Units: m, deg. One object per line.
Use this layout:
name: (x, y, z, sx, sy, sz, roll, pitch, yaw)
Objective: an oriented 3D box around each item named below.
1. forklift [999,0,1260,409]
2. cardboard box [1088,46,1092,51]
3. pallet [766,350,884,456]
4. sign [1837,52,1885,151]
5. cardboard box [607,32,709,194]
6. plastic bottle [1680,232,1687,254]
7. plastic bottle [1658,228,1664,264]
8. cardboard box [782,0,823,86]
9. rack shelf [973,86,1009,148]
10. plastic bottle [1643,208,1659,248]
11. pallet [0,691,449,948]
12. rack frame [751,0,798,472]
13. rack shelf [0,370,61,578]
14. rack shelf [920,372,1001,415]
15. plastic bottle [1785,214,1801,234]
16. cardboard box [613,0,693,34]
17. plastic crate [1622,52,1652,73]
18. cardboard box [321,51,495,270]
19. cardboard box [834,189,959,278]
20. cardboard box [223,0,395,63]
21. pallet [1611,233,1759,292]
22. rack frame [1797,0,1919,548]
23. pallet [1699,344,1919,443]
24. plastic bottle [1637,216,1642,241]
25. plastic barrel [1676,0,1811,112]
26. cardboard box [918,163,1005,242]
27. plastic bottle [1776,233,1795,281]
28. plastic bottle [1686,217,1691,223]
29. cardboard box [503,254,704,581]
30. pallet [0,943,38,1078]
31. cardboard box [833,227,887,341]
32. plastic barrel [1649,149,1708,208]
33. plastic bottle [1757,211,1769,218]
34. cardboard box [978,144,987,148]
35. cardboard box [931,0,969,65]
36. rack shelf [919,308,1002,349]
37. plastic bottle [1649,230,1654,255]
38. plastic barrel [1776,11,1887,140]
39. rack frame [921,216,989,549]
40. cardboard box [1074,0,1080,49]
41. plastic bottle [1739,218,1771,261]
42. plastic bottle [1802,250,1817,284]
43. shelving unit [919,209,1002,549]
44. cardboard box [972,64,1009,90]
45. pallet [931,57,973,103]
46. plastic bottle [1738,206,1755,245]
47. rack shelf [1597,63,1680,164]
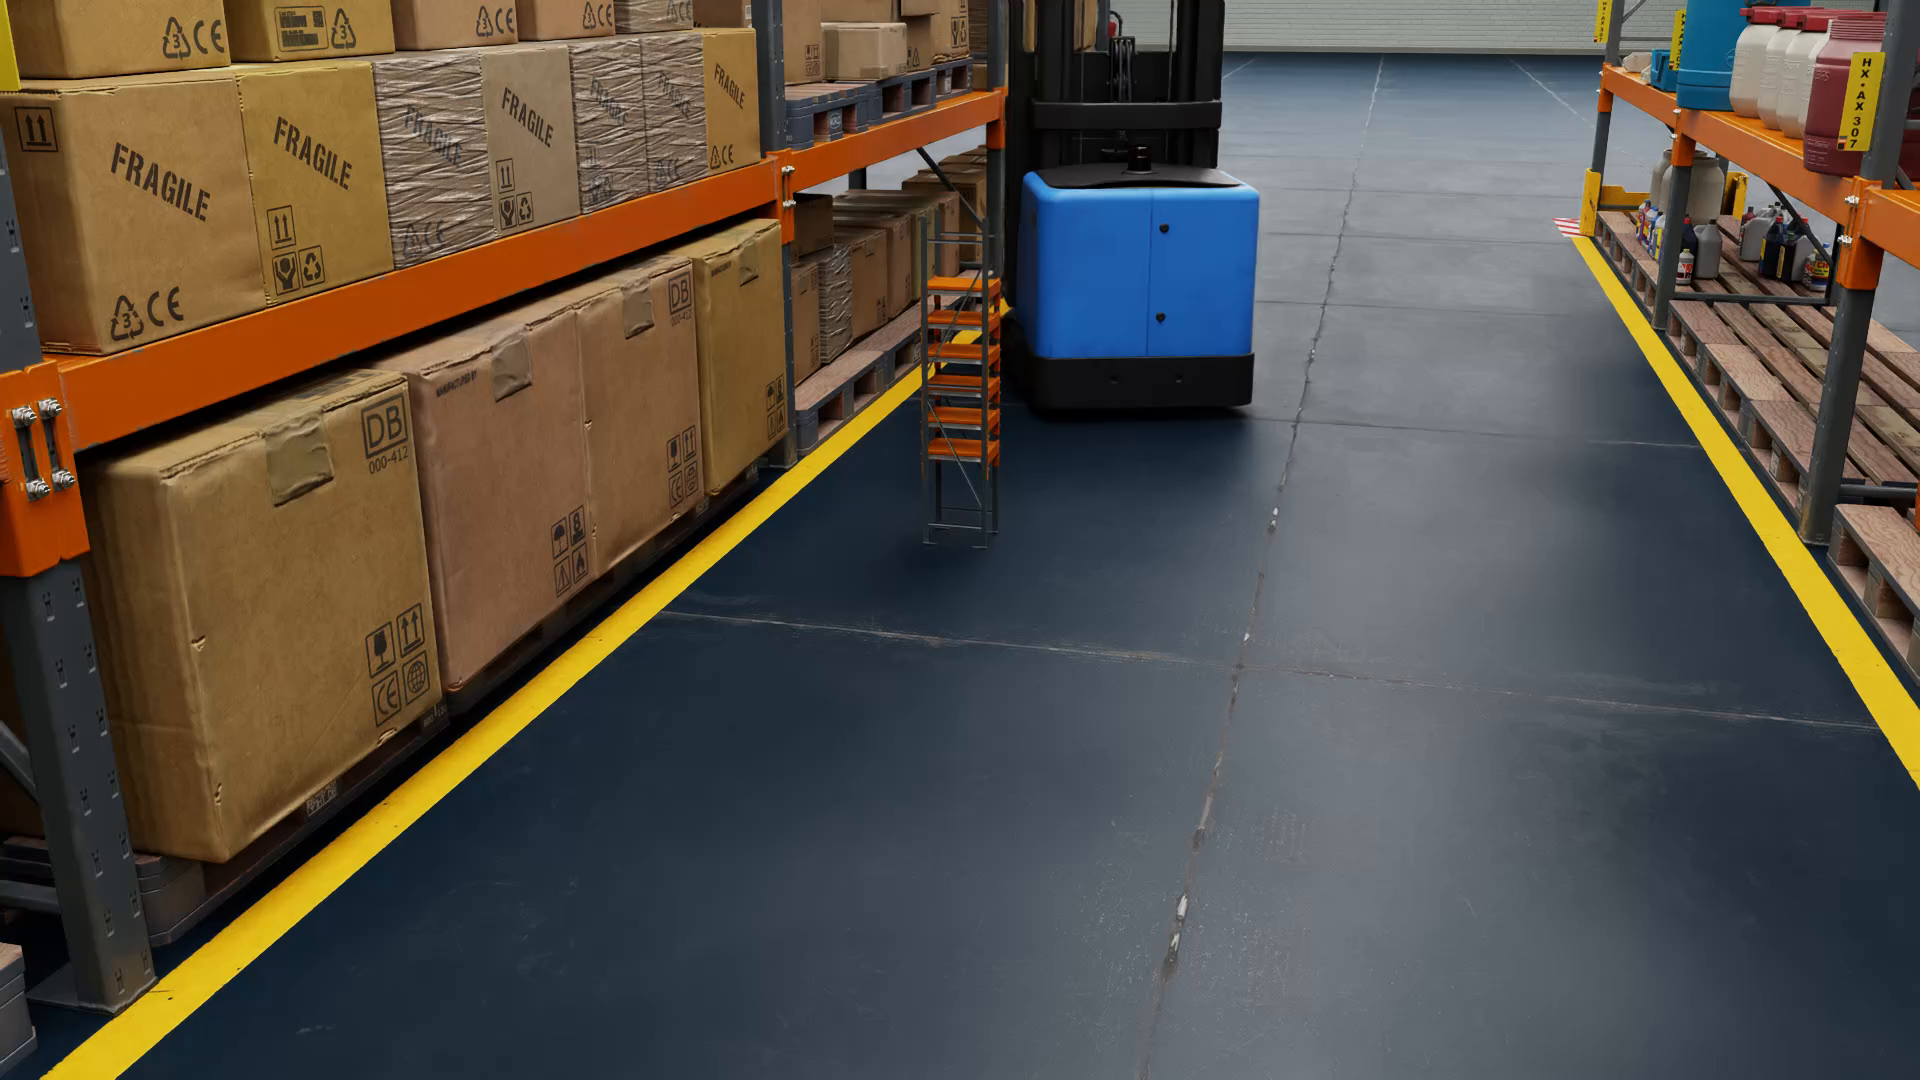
forklift: (0.777, -2.426, 8.756, 1.130, 2.935, 3.031, -1, 19, -3)
cardboard box: (0.888, -4.049, 13.791, 0.380, 0.149, 0.250, 5, 19, 13)
pallet: (-1.005, -0.692, 7.886, 1.003, 0.211, 1.213, 5, 19, 13)
sign: (3.071, -1.494, 5.668, 0.100, 0.325, 0.005, 5, 19, 13)
cardboard box: (-1.205, -1.484, 5.736, 0.500, 0.500, 0.500, 4, 19, 13)
plastic bottle: (4.381, -1.729, 10.130, 0.061, 0.283, 0.133, 6, 20, 16)
plastic bottle: (4.507, -1.891, 10.605, 0.061, 0.283, 0.133, 6, 20, 17)
cardboard box: (-1.065, -2.368, 7.675, 0.700, 0.500, 0.500, 8, 20, 21)
rack shelf: (0.269, -3.307, 12.341, 1.077, 0.370, 4.000, 5, 19, 13)
plastic bottle: (4.707, -2.117, 11.287, 0.097, 0.271, 0.097, 0, 19, 0)
pallet: (-2.059, 0.559, 4.224, 1.003, 0.211, 1.213, 5, 19, 13)
rack frame: (-1.197, -1.767, 6.719, 1.000, 3.000, 0.127, 5, 19, 13)
rack shelf: (-2.663, 0.455, 1.329, 1.077, 0.370, 4.000, 5, 19, 13)
rack shelf: (0.004, -0.530, 6.021, 0.258, 0.103, 0.180, 5, 19, 13)
plastic bottle: (5.229, -1.863, 10.419, 0.144, 0.351, 0.185, 4, 19, 11)
cardboard box: (-1.392, -2.061, 5.873, 0.797, 0.503, 0.637, 5, 20, 15)
plastic crate: (5.030, -3.503, 12.211, 0.298, 0.136, 0.250, 5, 19, 13)
cardboard box: (-1.575, -0.999, 4.317, 0.500, 0.500, 0.500, 4, 19, 12)
cardboard box: (-0.391, -1.855, 10.164, 0.700, 0.500, 0.500, 3, 19, 9)
cardboard box: (-1.847, -1.450, 4.085, 0.797, 0.503, 0.637, 5, 19, 14)
pallet: (5.084, -1.900, 11.425, 1.003, 0.211, 1.213, 5, 19, 13)
rack frame: (3.606, -1.375, 5.574, 1.000, 3.000, 0.127, 5, 19, 13)
pallet: (4.133, -0.677, 7.842, 1.003, 0.211, 1.213, 5, 19, 13)
plastic bottle: (4.790, -2.191, 11.609, 0.097, 0.201, 0.097, 0, 19, 0)
plastic barrel: (4.195, -2.769, 8.879, 0.600, 0.901, 0.708, 5, 19, 13)
cardboard box: (0.049, -2.338, 11.611, 0.500, 0.500, 0.500, 12, 22, 31)
plastic bottle: (5.035, -1.729, 10.130, 0.061, 0.283, 0.133, 5, 19, 13)
plastic bottle: (4.692, -1.938, 10.742, 0.061, 0.283, 0.133, 5, 19, 13)
cardboard box: (-1.611, -0.466, 5.550, 1.225, 0.875, 0.875, 5, 19, 14)
pallet: (-2.436, 1.039, 2.819, 1.003, 0.211, 1.213, 5, 19, 13)
cardboard box: (-0.798, -1.356, 8.705, 0.700, 0.500, 0.500, 6, 20, 18)
plastic barrel: (5.474, -2.692, 12.627, 0.421, 0.512, 0.421, 0, 19, 0)
plastic bottle: (5.415, -2.072, 11.145, 0.152, 0.276, 0.135, 4, 19, 12)
cardboard box: (0.476, -2.905, 13.270, 0.500, 0.500, 0.500, 10, 21, 28)
cardboard box: (-0.550, -3.265, 9.528, 1.000, 1.000, 1.000, 5, 19, 14)
rack shelf: (0.004, -0.757, 5.944, 0.258, 0.103, 0.180, 5, 19, 13)
plastic bottle: (4.633, -1.989, 11.018, 0.097, 0.201, 0.097, 0, 19, 0)
plastic barrel: (3.852, -2.045, 7.325, 0.433, 0.535, 0.433, 0, 19, 0)
rack frame: (-0.019, -0.544, 5.923, 0.240, 1.200, 0.006, 5, 19, 13)
cardboard box: (0.427, -3.972, 12.562, 0.875, 0.500, 0.500, 5, 19, 13)
plastic bottle: (5.183, -1.965, 10.833, 0.152, 0.276, 0.135, 5, 19, 13)
plastic bottle: (5.136, -1.642, 10.003, 0.097, 0.201, 0.097, 0, 19, 0)
shelving unit: (0.004, -0.572, 6.007, 0.258, 1.200, 0.189, 5, 19, 13)
cardboard box: (0.124, -2.945, 10.558, 0.380, 0.149, 0.250, 5, 19, 13)
pallet: (-0.548, -2.701, 9.753, 1.003, 0.211, 1.213, 5, 19, 13)
plastic bottle: (5.345, -2.127, 11.295, 0.061, 0.283, 0.133, 5, 19, 13)
rack shelf: (5.072, -2.916, 11.196, 1.077, 0.370, 4.000, 5, 19, 13)
